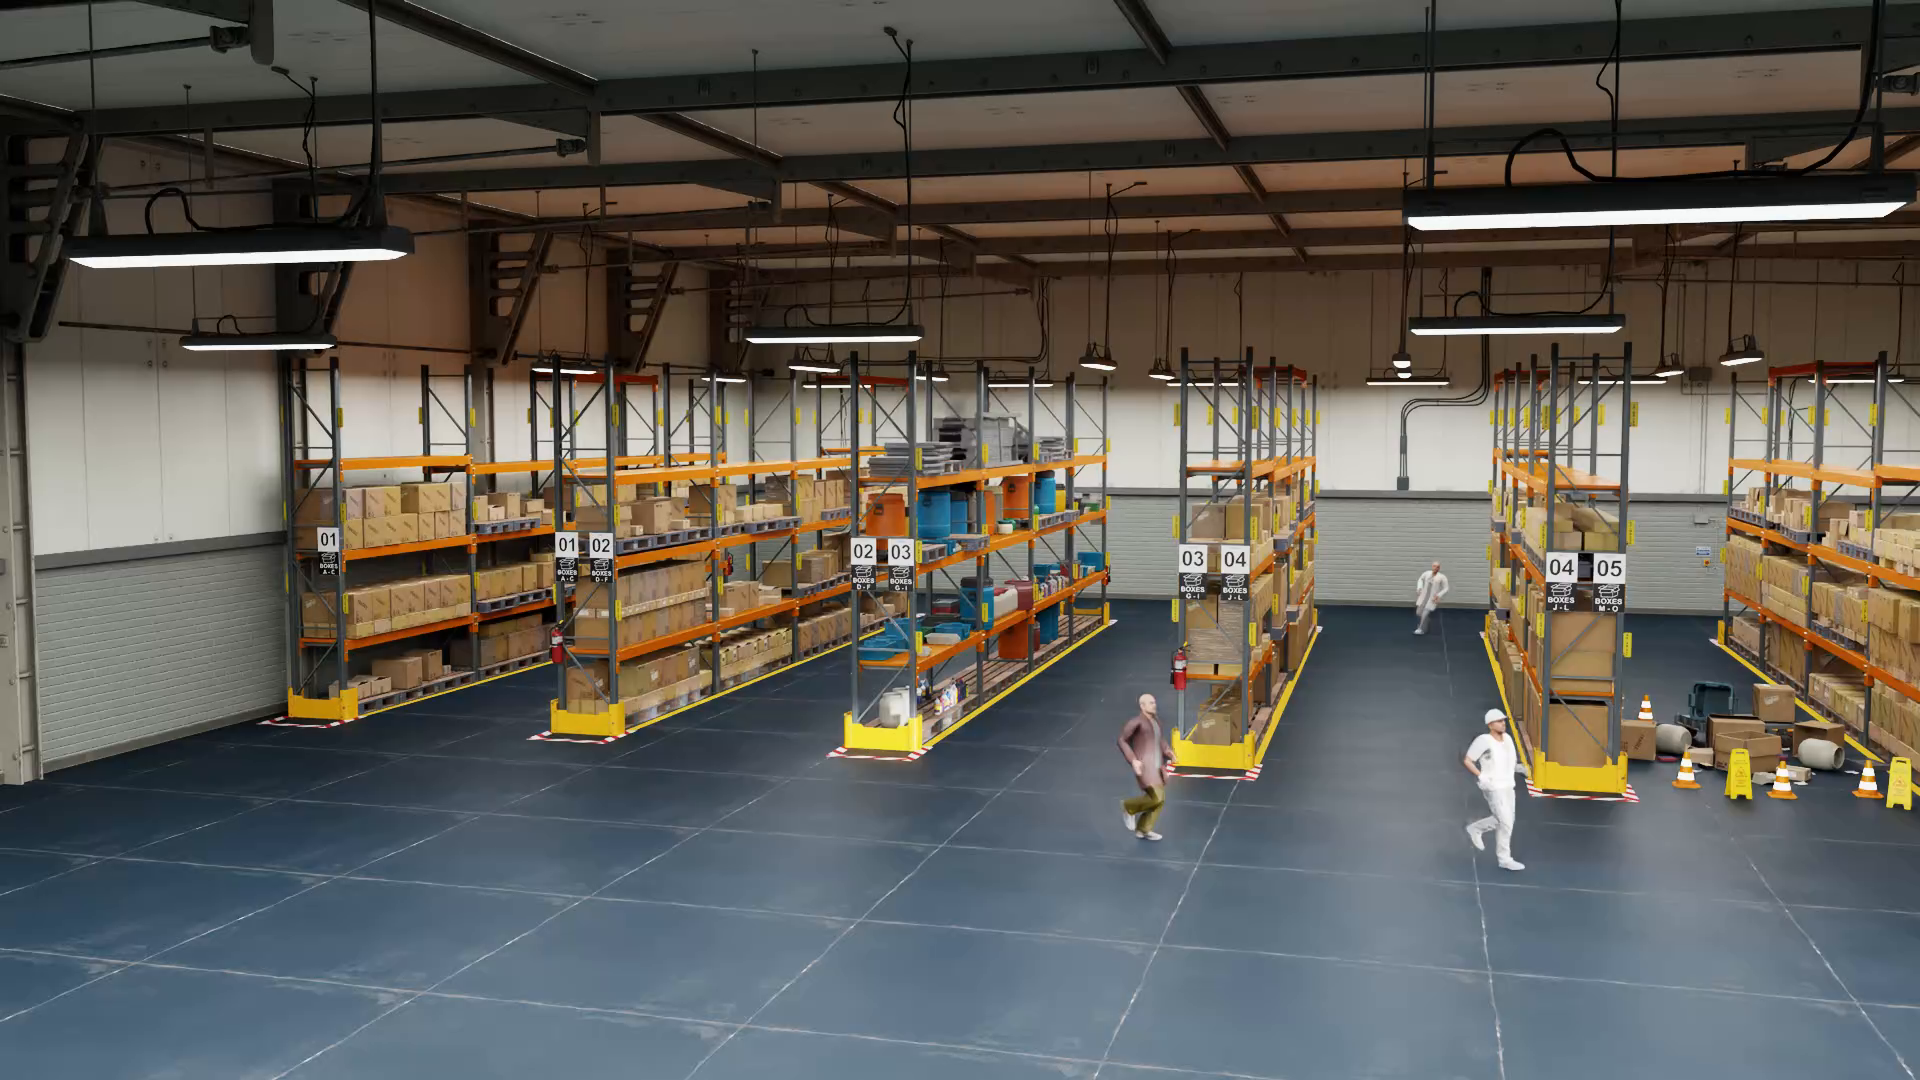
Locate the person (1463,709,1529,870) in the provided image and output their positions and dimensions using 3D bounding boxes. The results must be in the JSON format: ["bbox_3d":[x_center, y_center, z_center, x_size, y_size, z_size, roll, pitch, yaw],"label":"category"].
[{"bbox_3d":[5.979,2.764,18.603,0.697,1.752,0.839,-3,5,-36],"label":"person"}]

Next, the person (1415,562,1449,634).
[{"bbox_3d":[10.877,1.349,38.353,0.823,1.707,0.604,3,5,39],"label":"person"}]

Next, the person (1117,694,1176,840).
[{"bbox_3d":[2.237,2.692,19.727,0.640,1.731,0.714,4,6,43],"label":"person"}]
